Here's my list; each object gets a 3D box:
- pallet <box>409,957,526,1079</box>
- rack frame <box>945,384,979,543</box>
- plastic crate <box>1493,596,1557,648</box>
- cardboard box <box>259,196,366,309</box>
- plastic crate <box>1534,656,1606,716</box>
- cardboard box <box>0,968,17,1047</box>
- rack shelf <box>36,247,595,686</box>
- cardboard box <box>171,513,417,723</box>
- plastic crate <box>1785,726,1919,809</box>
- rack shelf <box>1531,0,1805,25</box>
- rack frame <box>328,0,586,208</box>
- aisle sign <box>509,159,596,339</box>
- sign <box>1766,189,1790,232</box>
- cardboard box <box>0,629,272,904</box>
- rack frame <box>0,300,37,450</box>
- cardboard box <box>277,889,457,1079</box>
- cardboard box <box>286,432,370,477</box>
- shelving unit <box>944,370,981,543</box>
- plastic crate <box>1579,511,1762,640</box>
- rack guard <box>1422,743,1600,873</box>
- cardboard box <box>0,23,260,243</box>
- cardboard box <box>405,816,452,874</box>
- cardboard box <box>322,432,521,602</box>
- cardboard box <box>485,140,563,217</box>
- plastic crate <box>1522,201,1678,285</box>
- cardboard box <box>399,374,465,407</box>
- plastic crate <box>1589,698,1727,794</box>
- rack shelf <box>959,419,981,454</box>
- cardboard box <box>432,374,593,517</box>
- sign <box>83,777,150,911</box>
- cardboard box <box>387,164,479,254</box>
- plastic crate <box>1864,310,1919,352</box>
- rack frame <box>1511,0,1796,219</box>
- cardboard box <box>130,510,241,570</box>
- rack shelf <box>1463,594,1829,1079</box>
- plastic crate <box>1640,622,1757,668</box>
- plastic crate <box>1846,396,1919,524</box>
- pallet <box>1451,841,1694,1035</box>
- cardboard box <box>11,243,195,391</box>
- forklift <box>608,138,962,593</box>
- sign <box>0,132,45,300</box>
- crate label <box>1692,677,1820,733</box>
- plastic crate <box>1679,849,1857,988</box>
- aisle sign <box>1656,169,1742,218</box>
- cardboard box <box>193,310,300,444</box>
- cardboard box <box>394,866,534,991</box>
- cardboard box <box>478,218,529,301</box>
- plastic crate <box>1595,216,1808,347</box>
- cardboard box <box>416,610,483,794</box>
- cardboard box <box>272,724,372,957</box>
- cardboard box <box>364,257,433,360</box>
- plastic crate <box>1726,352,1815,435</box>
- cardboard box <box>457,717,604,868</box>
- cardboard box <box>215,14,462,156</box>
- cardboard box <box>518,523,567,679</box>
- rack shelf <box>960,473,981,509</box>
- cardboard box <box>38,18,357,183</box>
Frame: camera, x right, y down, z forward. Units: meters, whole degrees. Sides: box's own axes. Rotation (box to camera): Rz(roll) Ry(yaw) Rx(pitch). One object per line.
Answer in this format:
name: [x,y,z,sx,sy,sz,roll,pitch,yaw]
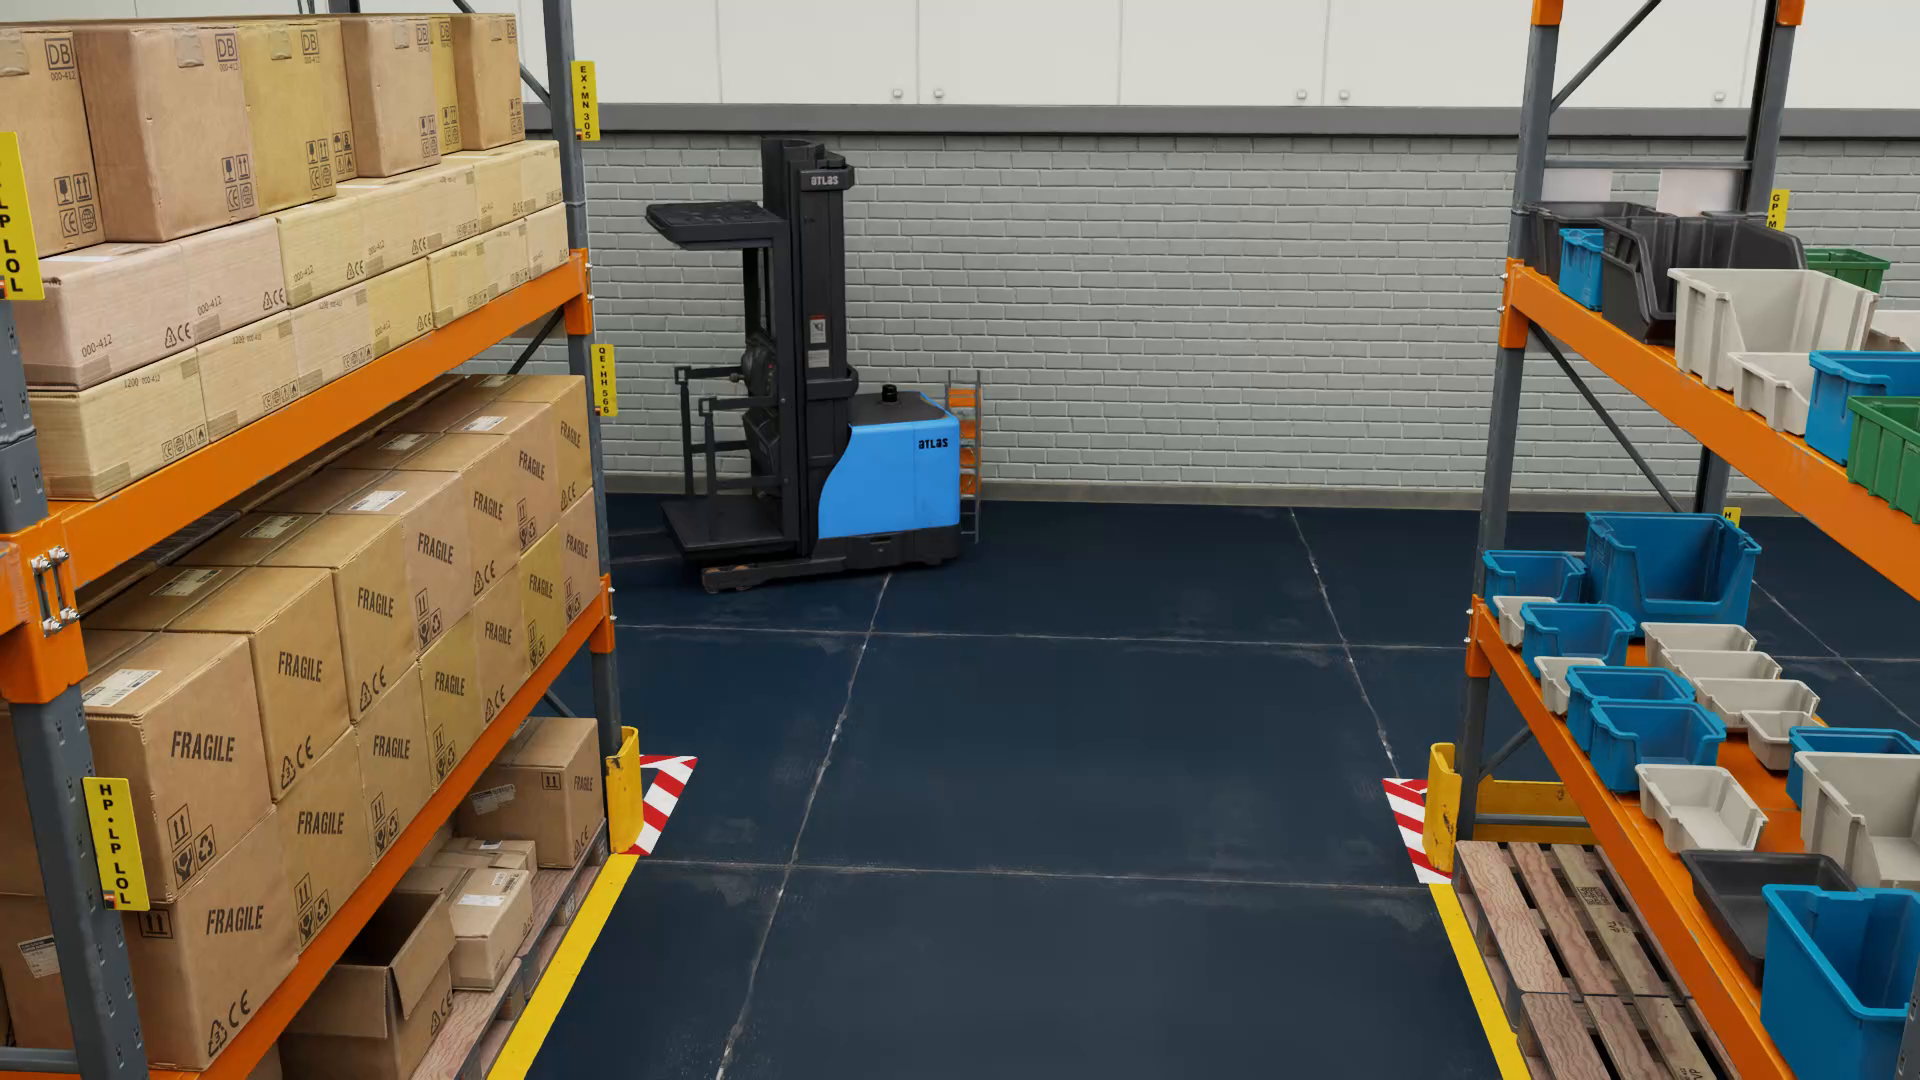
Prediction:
pallet: [-2.287,1.947,6.144,1.003,0.211,1.213,1,18,4]
rack frame: [0.014,-0.548,12.168,0.240,1.200,0.015,1,18,2]
plastic crate: [2.353,0.348,6.871,0.250,0.136,0.298,1,18,4]
cardboard box: [-2.058,-0.833,4.769,0.500,0.250,0.500,1,18,4]
plastic crate: [2.305,0.559,6.228,0.250,0.136,0.298,1,18,4]
cardboard box: [-2.642,1.006,4.375,0.500,0.500,0.500,2,18,5]
rack shelf: [-2.279,-0.490,5.440,1.077,0.370,4.000,1,18,4]
cardboard box: [-2.034,0.232,5.132,0.500,0.500,0.500,1,18,2]
plastic crate: [2.913,0.779,5.402,0.416,0.233,0.300,1,18,4]
rack shelf: [2.662,-1.614,4.694,1.077,0.370,4.000,1,18,4]
rack frame: [-2.135,-2.879,6.756,1.000,3.000,0.127,1,18,4]
aisle sign: [-1.825,-1.277,7.329,0.394,0.787,0.004,1,18,4]
sign: [3.355,-1.284,6.877,0.100,0.325,0.005,1,18,4]
cardboard box: [-2.108,0.552,4.155,0.500,0.500,0.500,2,18,5]
rack frame: [-2.422,-1.636,2.965,1.000,3.000,0.127,1,18,4]
cardboard box: [-2.293,1.608,6.000,0.797,0.503,0.637,1,18,4]
cardboard box: [-2.501,-0.101,6.147,0.500,0.500,0.500,2,18,5]
shelving unit: [0.022,-0.624,12.400,0.258,1.200,0.503,1,18,2]
plastic crate: [2.967,0.147,7.004,0.616,0.435,0.499,1,18,4]
rack guard: [2.794,1.264,7.762,1.175,0.500,0.348,1,18,4]
cardboard box: [-2.248,-1.038,4.188,0.700,0.500,0.500,1,18,4]
cardboard box: [-2.493,1.388,7.080,0.500,0.250,0.500,1,18,4]
cardboard box: [-1.961,-0.088,6.108,0.500,0.500,0.500,2,18,5]
cardboard box: [-1.918,-1.454,6.665,0.500,0.250,0.500,1,18,4]
plastic crate: [2.499,-1.166,6.557,0.497,0.269,0.590,1,18,4]
cardboard box: [-2.430,-0.418,7.117,0.500,0.500,0.500,2,18,6]
plastic crate: [2.343,0.707,5.622,0.416,0.233,0.300,1,18,4]
rack shelf: [0.022,-0.773,12.351,0.258,0.148,0.480,1,18,2]
cardboard box: [-1.893,-0.406,7.079,0.500,0.500,0.500,1,18,3]
sign: [-1.868,0.676,3.684,0.100,0.325,0.005,1,18,4]
cardboard box: [-1.993,-1.144,5.717,0.500,0.250,0.500,1,18,4]
plastic crate: [2.904,-0.569,4.948,0.437,0.136,0.530,1,18,4]
rack frame: [2.805,-2.767,6.415,1.000,3.000,0.127,1,18,4]
cardboard box: [-2.574,0.213,5.188,0.500,0.500,0.500,1,18,4]
rack shelf: [2.662,1.047,5.566,1.077,0.370,4.000,1,18,4]
plastic crate: [2.927,0.438,6.596,0.396,0.136,0.243,1,18,4]
plastic crate: [2.247,-0.137,3.546,0.450,0.188,0.662,1,18,4]
pallet: [2.707,1.664,7.005,1.003,0.211,1.213,1,18,4]
cardboard box: [-2.140,-0.523,3.821,0.500,0.250,0.500,1,18,4]
forklift: [-1.562,-1.214,11.421,3.031,2.935,1.130,-6,19,-17]
sign: [-1.868,-0.632,3.256,0.100,0.325,0.005,1,18,4]
crate label: [2.896,0.615,6.057,0.396,0.136,0.243,1,18,4]
plastic crate: [2.330,1.075,4.671,0.437,0.125,0.590,1,18,4]
aisle sign: [3.102,-1.167,6.993,0.394,0.787,0.004,1,18,4]
cardboard box: [-2.101,-0.440,4.373,0.500,0.250,0.500,1,18,4]
cardboard box: [-2.027,1.539,6.620,0.500,0.250,0.500,1,18,4]
cardboard box: [-1.956,-1.061,6.269,0.500,0.250,0.500,1,18,4]
plastic crate: [2.421,-0.844,5.463,0.504,0.338,0.767,1,18,4]
cardboard box: [-2.007,0.542,5.790,0.500,0.500,0.500,1,18,3]
cardboard box: [-2.080,0.856,4.834,0.500,0.500,0.500,2,18,5]
cardboard box: [-2.031,-0.751,5.321,0.500,0.250,0.500,1,18,4]
plastic crate: [2.230,-0.377,4.363,0.293,0.136,0.466,1,18,4]
cardboard box: [-1.929,1.125,7.479,0.500,0.500,0.500,1,18,4]
cardboard box: [-2.276,-1.663,6.096,0.700,0.500,0.500,1,18,4]
cardboard box: [-1.930,0.231,6.740,0.500,0.500,0.500,1,18,4]
rack shelf: [0.022,-0.371,12.483,0.258,0.148,0.480,1,18,2]
cardboard box: [-2.334,-1.352,5.147,0.700,0.500,0.500,1,18,4]
